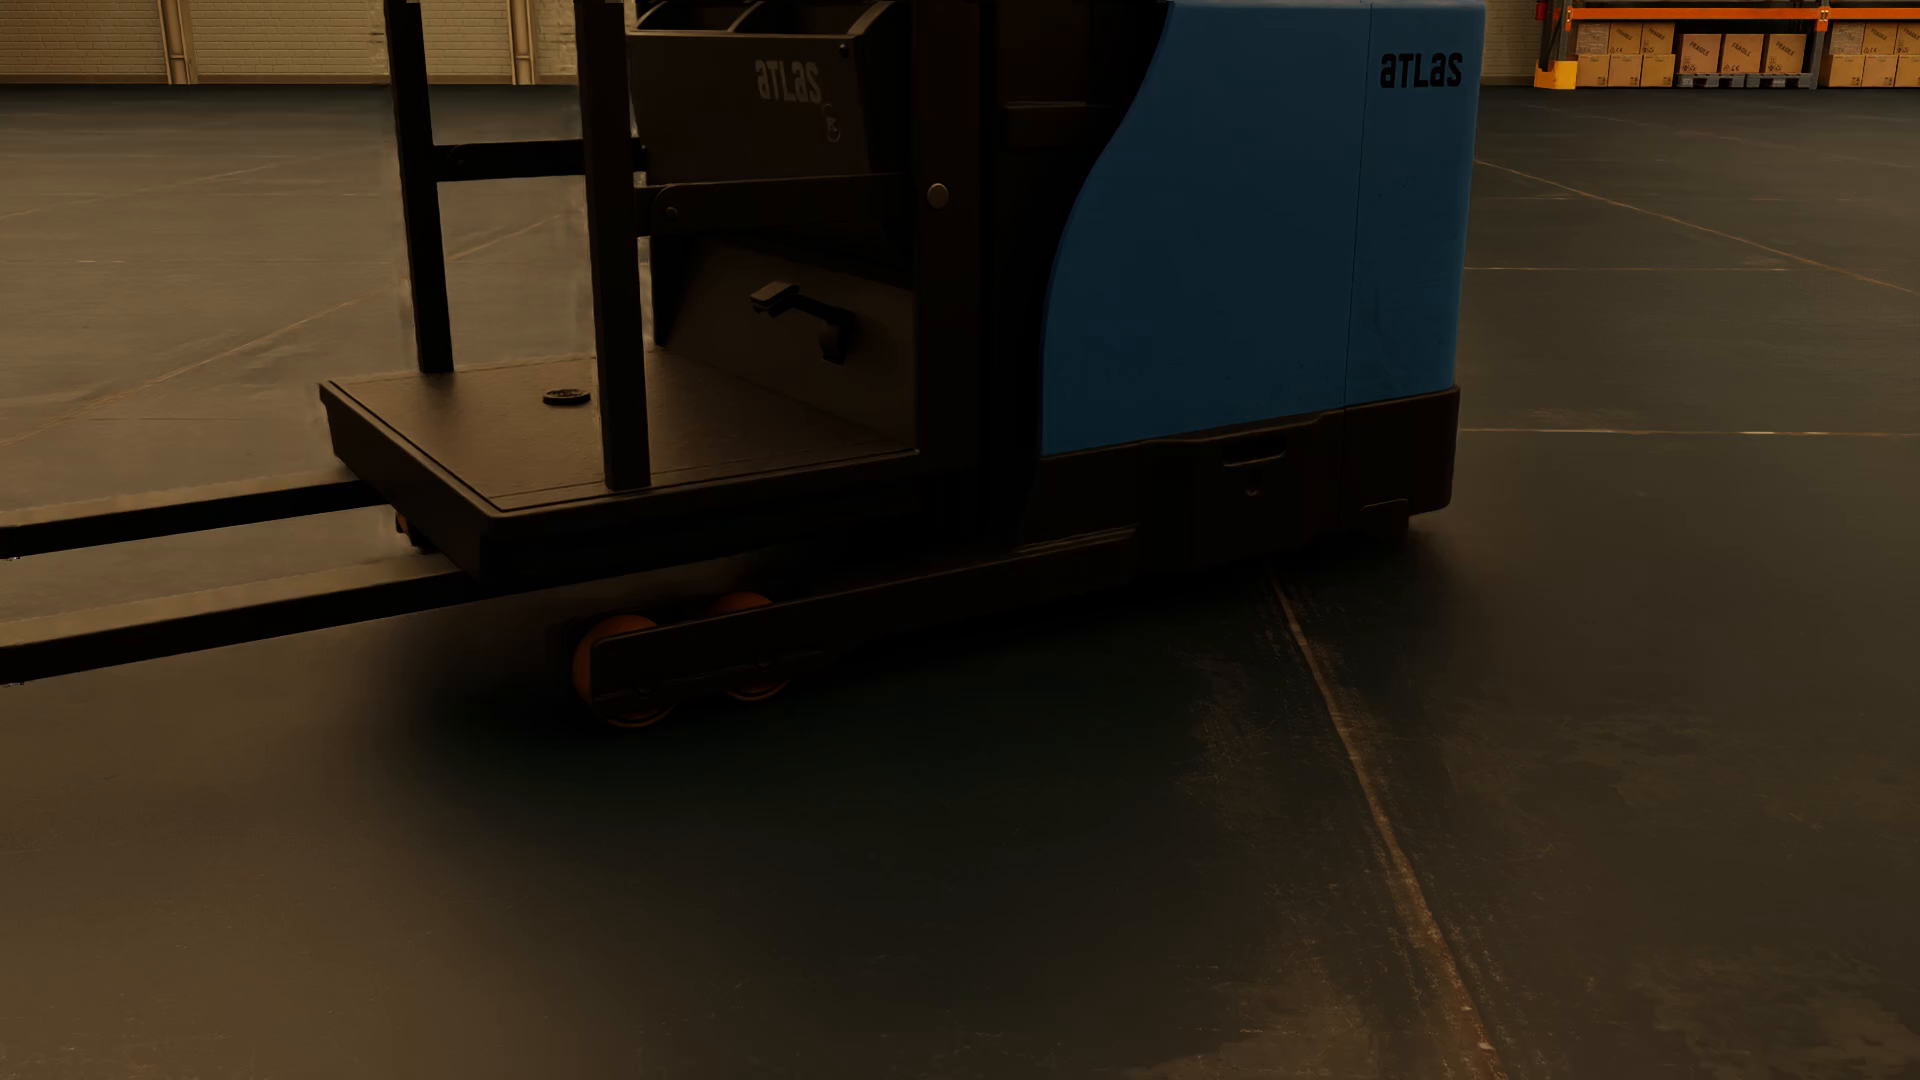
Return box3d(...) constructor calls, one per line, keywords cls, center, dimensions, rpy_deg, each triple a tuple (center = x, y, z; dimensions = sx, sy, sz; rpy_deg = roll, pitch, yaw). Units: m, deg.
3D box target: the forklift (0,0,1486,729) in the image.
box3d(cls="forklift", center=(-0.520, -1.298, 2.610), dimensions=(3.031, 2.935, 1.130), rpy_deg=(-11, 20, -31))
